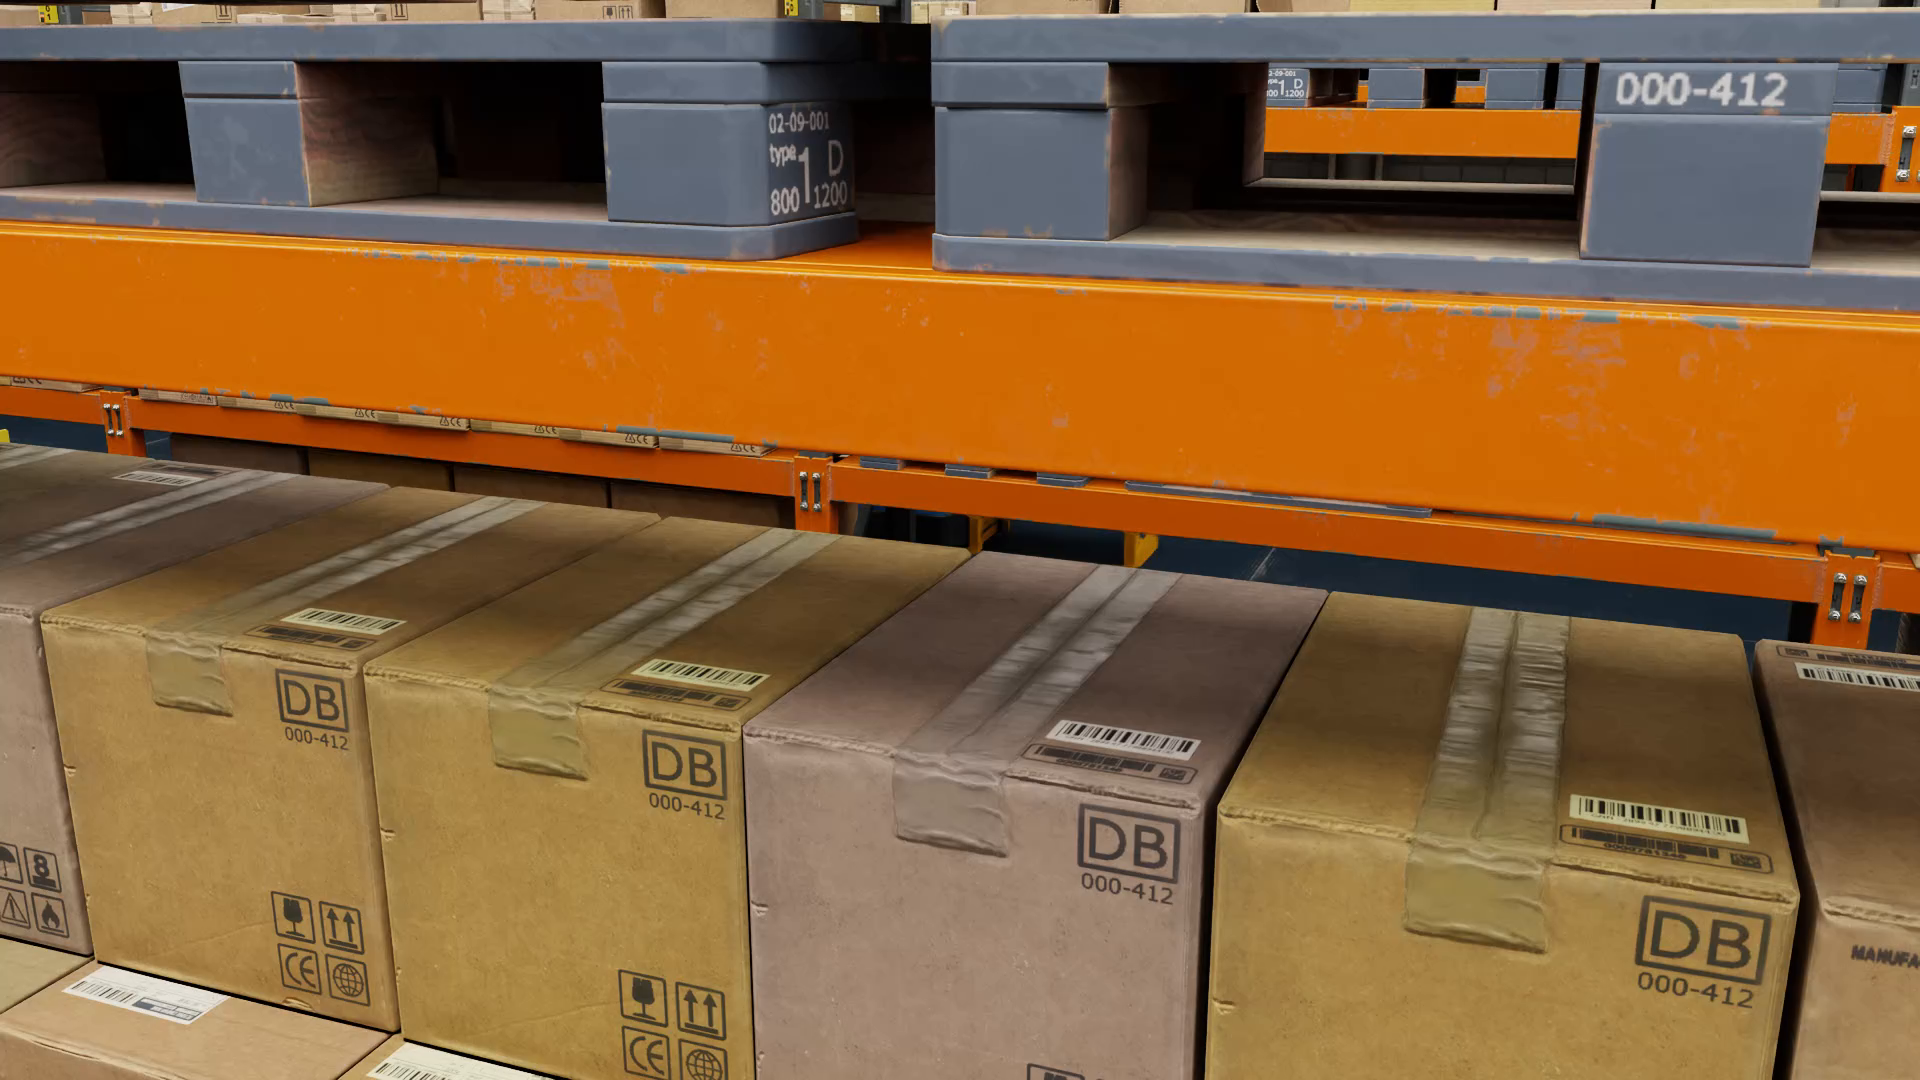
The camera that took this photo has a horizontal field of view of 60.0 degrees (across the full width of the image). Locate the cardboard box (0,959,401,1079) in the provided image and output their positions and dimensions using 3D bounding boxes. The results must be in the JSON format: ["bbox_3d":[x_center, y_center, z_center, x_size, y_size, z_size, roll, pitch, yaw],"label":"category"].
[{"bbox_3d":[-0.917,0.812,2.316,0.500,0.500,0.500,6,17,21],"label":"cardboard box"}]

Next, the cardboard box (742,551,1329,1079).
[{"bbox_3d":[0.129,0.369,2.049,0.500,0.500,0.700,6,17,21],"label":"cardboard box"}]

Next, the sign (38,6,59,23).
[{"bbox_3d":[-4.380,-2.645,7.954,0.005,0.325,0.100,6,17,21],"label":"sign"}]

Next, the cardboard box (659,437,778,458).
[{"bbox_3d":[-1.022,-0.565,7.509,0.500,0.250,0.500,6,17,19],"label":"cardboard box"}]

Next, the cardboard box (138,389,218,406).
[{"bbox_3d":[-3.865,-0.876,8.581,0.500,0.250,0.500,6,17,19],"label":"cardboard box"}]

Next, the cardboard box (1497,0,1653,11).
[{"bbox_3d":[2.199,-1.889,5.936,0.500,0.250,0.500,7,17,21],"label":"cardboard box"}]

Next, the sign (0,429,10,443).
[{"bbox_3d":[-1.978,-0.059,3.420,0.005,0.325,0.100,6,17,21],"label":"sign"}]

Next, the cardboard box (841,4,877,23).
[{"bbox_3d":[-0.789,-3.775,11.903,0.250,0.149,0.380,6,17,21],"label":"cardboard box"}]

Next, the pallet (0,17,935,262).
[{"bbox_3d":[-0.519,-0.543,2.121,1.213,0.211,1.003,7,18,23],"label":"pallet"}]

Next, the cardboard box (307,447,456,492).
[{"bbox_3d":[-2.728,-0.110,8.731,0.875,0.875,0.875,7,18,22],"label":"cardboard box"}]

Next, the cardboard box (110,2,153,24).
[{"bbox_3d":[-3.840,-2.498,8.004,0.258,0.266,0.396,6,17,20],"label":"cardboard box"}]

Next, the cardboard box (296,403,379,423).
[{"bbox_3d":[-2.912,-0.767,8.206,0.500,0.250,0.500,6,17,20],"label":"cardboard box"}]

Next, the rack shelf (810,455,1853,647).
[{"bbox_3d":[1.404,-0.103,6.937,4.000,0.370,1.077,6,17,21],"label":"rack shelf"}]

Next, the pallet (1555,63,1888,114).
[{"bbox_3d":[2.729,-1.685,6.053,1.003,0.211,1.213,6,17,21],"label":"pallet"}]

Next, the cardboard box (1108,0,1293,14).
[{"bbox_3d":[0.973,-1.994,6.597,0.637,0.503,0.797,6,17,21],"label":"cardboard box"}]

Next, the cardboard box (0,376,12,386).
[{"bbox_3d":[-5.183,-1.142,9.049,0.500,0.500,0.500,6,17,19],"label":"cardboard box"}]

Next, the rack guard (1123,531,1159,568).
[{"bbox_3d":[1.122,-0.006,10.244,0.087,0.250,0.587,6,17,20],"label":"rack guard"}]

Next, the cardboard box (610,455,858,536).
[{"bbox_3d":[-1.068,0.074,8.097,0.875,0.875,0.875,6,17,20],"label":"cardboard box"}]

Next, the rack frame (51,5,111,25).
[{"bbox_3d":[-4.177,-3.943,8.115,0.127,3.000,1.000,6,17,21],"label":"rack frame"}]

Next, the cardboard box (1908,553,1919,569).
[{"bbox_3d":[3.440,-0.008,5.770,0.250,0.149,0.380,6,17,20],"label":"cardboard box"}]

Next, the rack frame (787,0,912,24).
[{"bbox_3d":[-0.456,-3.534,6.705,0.127,3.000,1.000,6,17,21],"label":"rack frame"}]

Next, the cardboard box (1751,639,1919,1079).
[{"bbox_3d":[1.078,0.473,1.691,0.500,0.500,0.700,6,17,20],"label":"cardboard box"}]

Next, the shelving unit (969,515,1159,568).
[{"bbox_3d":[0.655,-0.654,10.237,1.083,1.500,0.587,6,17,20],"label":"shelving unit"}]

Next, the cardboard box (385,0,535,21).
[{"bbox_3d":[-2.202,-2.448,7.413,0.500,0.500,0.500,6,17,21],"label":"cardboard box"}]

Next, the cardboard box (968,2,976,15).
[{"bbox_3d":[0.240,-3.707,11.703,0.250,0.149,0.380,6,17,20],"label":"cardboard box"}]

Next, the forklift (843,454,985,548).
[{"bbox_3d":[-1.294,-1.526,10.672,3.031,2.935,1.130,6,17,20],"label":"forklift"}]

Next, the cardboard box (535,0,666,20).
[{"bbox_3d":[-1.447,-2.395,7.230,0.500,0.500,0.700,5,17,18],"label":"cardboard box"}]

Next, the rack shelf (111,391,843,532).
[{"bbox_3d":[-2.317,-0.512,8.347,4.000,0.370,1.077,6,17,21],"label":"rack shelf"}]

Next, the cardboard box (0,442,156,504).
[{"bbox_3d":[-1.765,0.162,2.764,0.500,0.500,0.700,6,17,20],"label":"cardboard box"}]

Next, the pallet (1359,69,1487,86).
[{"bbox_3d":[3.067,-3.130,11.035,1.213,0.211,1.003,7,18,23],"label":"pallet"}]

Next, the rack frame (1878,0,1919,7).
[{"bbox_3d":[3.265,-3.125,5.296,0.127,3.000,1.000,6,17,21],"label":"rack frame"}]

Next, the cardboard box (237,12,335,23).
[{"bbox_3d":[-3.129,-2.372,7.749,0.250,0.166,0.380,5,17,17],"label":"cardboard box"}]

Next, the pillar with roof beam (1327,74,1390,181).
[{"bbox_3d":[1.325,-3.805,7.641,0.400,9.000,9.100,6,17,21],"label":"pillar with roof beam"}]

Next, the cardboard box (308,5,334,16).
[{"bbox_3d":[-3.281,-2.626,8.364,0.500,0.311,0.500,6,17,21],"label":"cardboard box"}]

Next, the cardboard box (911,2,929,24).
[{"bbox_3d":[-0.274,-3.734,11.797,0.250,0.149,0.380,6,17,21],"label":"cardboard box"}]

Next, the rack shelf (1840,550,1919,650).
[{"bbox_3d":[5.125,0.307,5.528,4.000,0.370,1.077,6,17,21],"label":"rack shelf"}]

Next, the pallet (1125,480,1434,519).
[{"bbox_3d":[1.400,-0.369,6.908,1.213,0.211,1.003,6,17,21],"label":"pallet"}]

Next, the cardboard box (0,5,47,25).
[{"bbox_3d":[-4.889,-2.670,8.419,0.258,0.266,0.396,7,18,22],"label":"cardboard box"}]

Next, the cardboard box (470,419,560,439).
[{"bbox_3d":[-1.966,-0.669,7.867,0.500,0.250,0.500,6,17,20],"label":"cardboard box"}]

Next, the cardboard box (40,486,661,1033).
[{"bbox_3d":[-0.816,0.265,2.408,0.500,0.500,0.700,6,17,20],"label":"cardboard box"}]
